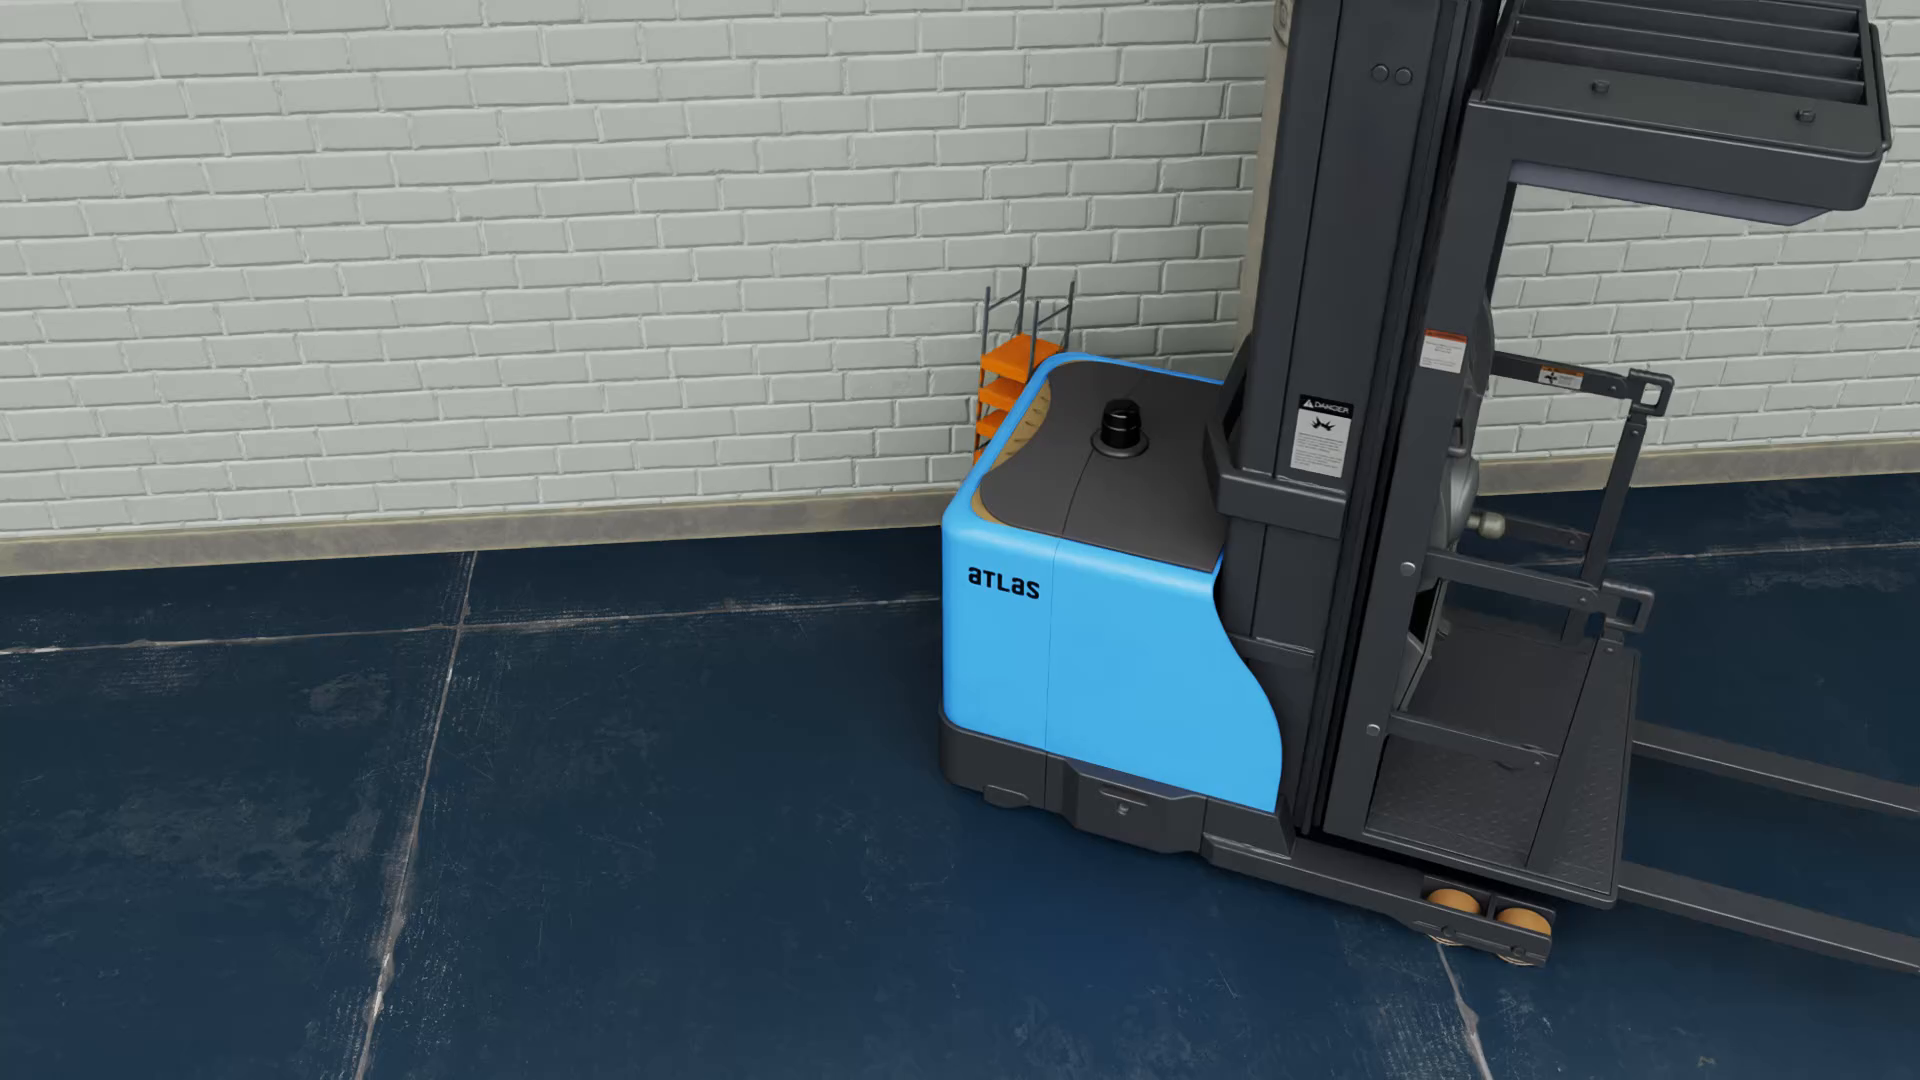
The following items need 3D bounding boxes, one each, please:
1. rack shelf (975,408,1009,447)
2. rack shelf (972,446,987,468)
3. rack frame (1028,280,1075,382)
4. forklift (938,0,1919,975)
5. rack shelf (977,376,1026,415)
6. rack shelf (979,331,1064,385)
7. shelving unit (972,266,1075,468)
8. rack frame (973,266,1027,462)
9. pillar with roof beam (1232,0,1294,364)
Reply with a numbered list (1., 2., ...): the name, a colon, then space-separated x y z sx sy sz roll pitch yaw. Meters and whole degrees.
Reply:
1. rack shelf: 0.196 -0.377 5.614 0.180 0.103 0.258 22 36 27
2. rack shelf: 0.188 -0.275 5.677 0.180 0.103 0.258 22 36 27
3. rack frame: 0.267 -0.282 5.613 0.006 1.200 0.240 22 36 27
4. forklift: 1.505 -0.319 4.288 3.031 2.935 1.130 13 40 16
5. rack shelf: 0.203 -0.479 5.551 0.180 0.103 0.258 22 36 27
6. rack shelf: 0.210 -0.581 5.488 0.180 0.103 0.258 22 36 27
7. shelving unit: 0.191 -0.313 5.654 0.189 1.200 0.258 22 36 27
8. rack frame: 0.115 -0.344 5.695 0.006 1.200 0.240 22 36 27
9. pillar with roof beam: 1.578 -0.929 0.163 0.400 9.000 9.100 -3 38 -4
